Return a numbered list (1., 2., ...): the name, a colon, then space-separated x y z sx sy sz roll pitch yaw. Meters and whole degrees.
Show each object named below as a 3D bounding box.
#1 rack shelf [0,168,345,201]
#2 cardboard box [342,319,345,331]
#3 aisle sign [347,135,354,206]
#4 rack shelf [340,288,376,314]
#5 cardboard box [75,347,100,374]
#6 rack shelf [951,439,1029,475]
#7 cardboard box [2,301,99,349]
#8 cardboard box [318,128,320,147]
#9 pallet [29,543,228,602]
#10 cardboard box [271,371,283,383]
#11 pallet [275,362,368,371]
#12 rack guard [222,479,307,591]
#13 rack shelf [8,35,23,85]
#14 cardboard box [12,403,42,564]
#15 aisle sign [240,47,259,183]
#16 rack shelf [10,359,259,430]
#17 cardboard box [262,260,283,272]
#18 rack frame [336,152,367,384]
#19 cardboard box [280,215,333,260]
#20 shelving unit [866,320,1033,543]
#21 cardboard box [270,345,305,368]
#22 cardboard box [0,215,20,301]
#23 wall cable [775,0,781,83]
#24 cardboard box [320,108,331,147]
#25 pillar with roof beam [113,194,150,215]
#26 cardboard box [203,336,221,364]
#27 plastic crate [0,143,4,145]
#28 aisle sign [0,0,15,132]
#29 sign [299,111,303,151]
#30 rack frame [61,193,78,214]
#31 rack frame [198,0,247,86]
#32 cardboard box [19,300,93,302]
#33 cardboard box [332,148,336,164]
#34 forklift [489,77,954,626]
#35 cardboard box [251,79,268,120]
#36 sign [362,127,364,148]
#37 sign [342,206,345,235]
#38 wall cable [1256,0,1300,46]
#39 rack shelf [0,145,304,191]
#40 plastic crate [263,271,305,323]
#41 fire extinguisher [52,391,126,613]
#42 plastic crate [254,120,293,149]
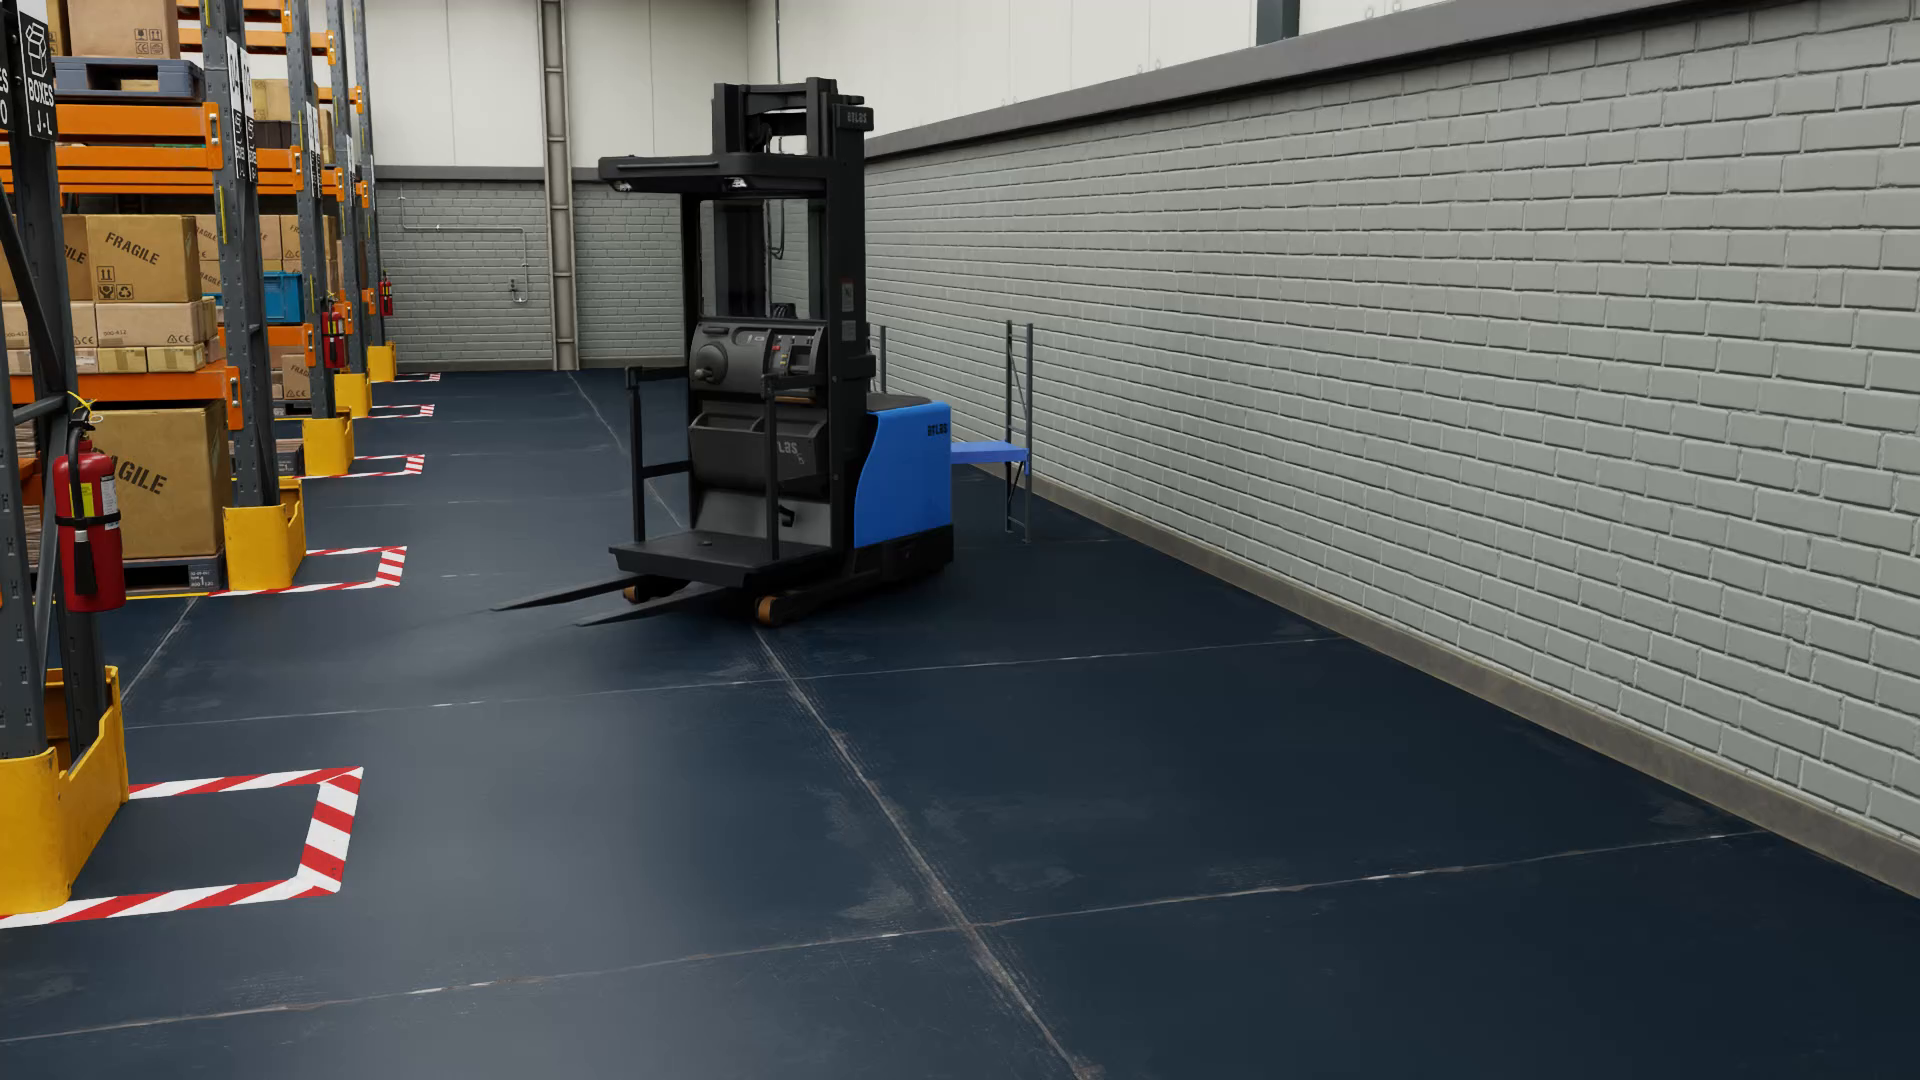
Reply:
1. rack shelf: -9.055 -4.019 18.794 4.000 0.370 1.077 -3 11 -16
2. cardboard box: -9.103 -3.144 24.292 0.250 0.149 0.380 -3 11 -16
3. aisle sign: -6.984 -4.227 19.044 0.004 0.787 0.394 -3 11 -16
4. rack shelf: -10.443 -3.405 23.742 4.000 0.370 1.077 -3 11 -16
5. cardboard box: -5.111 -1.051 9.667 0.250 0.149 0.380 -3 11 -16
6. rack shelf: -0.082 -0.556 11.420 1.000 0.185 0.538 -3 11 -16
7. cardboard box: -5.248 -1.253 9.659 0.500 0.250 0.500 -3 11 -17
8. cardboard box: -7.557 -4.576 18.865 0.500 0.250 0.500 -3 11 -16
9. pallet: -5.115 0.149 10.153 1.213 0.211 1.003 -3 11 -16
10. cardboard box: -8.216 -1.859 19.740 0.500 0.250 0.500 -3 11 -16
11. pallet: -9.269 -2.434 24.185 1.213 0.211 1.003 -3 11 -16
12. rack guard: -4.346 -0.048 10.427 0.348 0.500 1.175 -3 11 -16
13. rack shelf: -5.000 -1.429 4.727 4.000 0.370 1.077 -3 11 -16
14. cardboard box: -5.835 -0.346 9.847 0.875 0.875 0.875 -3 11 -16
15. aisle sign: -4.384 -2.611 10.262 0.004 0.787 0.394 -3 11 -16
16. rack shelf: -6.290 -0.821 9.710 4.000 0.370 1.077 -3 11 -16
17. cardboard box: -7.986 -2.951 19.015 0.500 0.500 0.500 -3 11 -15
18. rack frame: -7.135 -2.999 19.550 0.127 3.000 1.000 -3 11 -16
19. cardboard box: -7.485 -3.469 19.068 0.500 0.500 0.500 -3 11 -16
20. shelving unit: -0.082 -0.733 11.387 1.048 1.500 0.538 -3 11 -16
21. cardboard box: -9.647 -2.759 23.990 0.500 0.500 0.700 -3 11 -16
22. cardboard box: -5.882 -1.688 9.951 0.500 0.500 0.500 -3 11 -17
23. wall cable: -2.236 -7.520 22.170 0.112 2.526 3.097 -3 11 -16
24. cardboard box: -9.149 -5.801 23.395 0.500 0.500 0.500 -3 11 -16
25. pillar with roof beam: -10.730 -6.045 19.528 0.400 9.000 9.100 -3 11 -16
26. cardboard box: -4.803 -1.192 10.431 0.250 0.149 0.380 -3 11 -15
27. plastic crate: -7.968 -3.496 14.293 0.530 0.282 0.437 -3 11 -16
28. aisle sign: -2.926 -1.639 4.985 0.004 0.787 0.394 -3 11 -16
29. sign: -5.584 -3.466 14.094 0.005 0.325 0.100 -3 11 -16
30. rack frame: -12.363 -3.657 23.127 0.127 3.000 1.000 -3 11 -16
31. rack frame: -4.369 -4.227 9.651 0.127 3.000 1.000 -3 11 -16
32. cardboard box: -5.403 -1.344 10.155 0.500 0.250 0.500 -3 11 -17
33. cardboard box: -9.292 -5.522 23.952 0.500 0.250 0.500 -2 11 -13
34. forklift: -1.274 -1.070 9.265 1.130 2.935 3.031 7 12 33
35. cardboard box: -8.127 -4.975 18.964 0.500 0.500 0.700 -3 11 -16
36. sign: -8.385 -5.636 23.366 0.005 0.325 0.100 -3 11 -16
37. sign: -6.999 -3.626 18.887 0.005 0.325 0.100 -3 11 -16
38. wall cable: 2.023 -5.496 7.660 0.120 5.999 2.277 -3 11 -16
39. rack shelf: -7.674 -3.158 14.115 4.000 0.370 1.077 -3 11 -16
40. plastic crate: -6.023 -2.135 14.594 0.499 0.435 0.616 -3 11 -16
41. fire extinguisher: -2.709 -0.120 5.157 0.183 0.674 0.296 -3 11 -16
42. plastic crate: -6.201 -3.577 14.769 0.590 0.269 0.497 -3 11 -16
